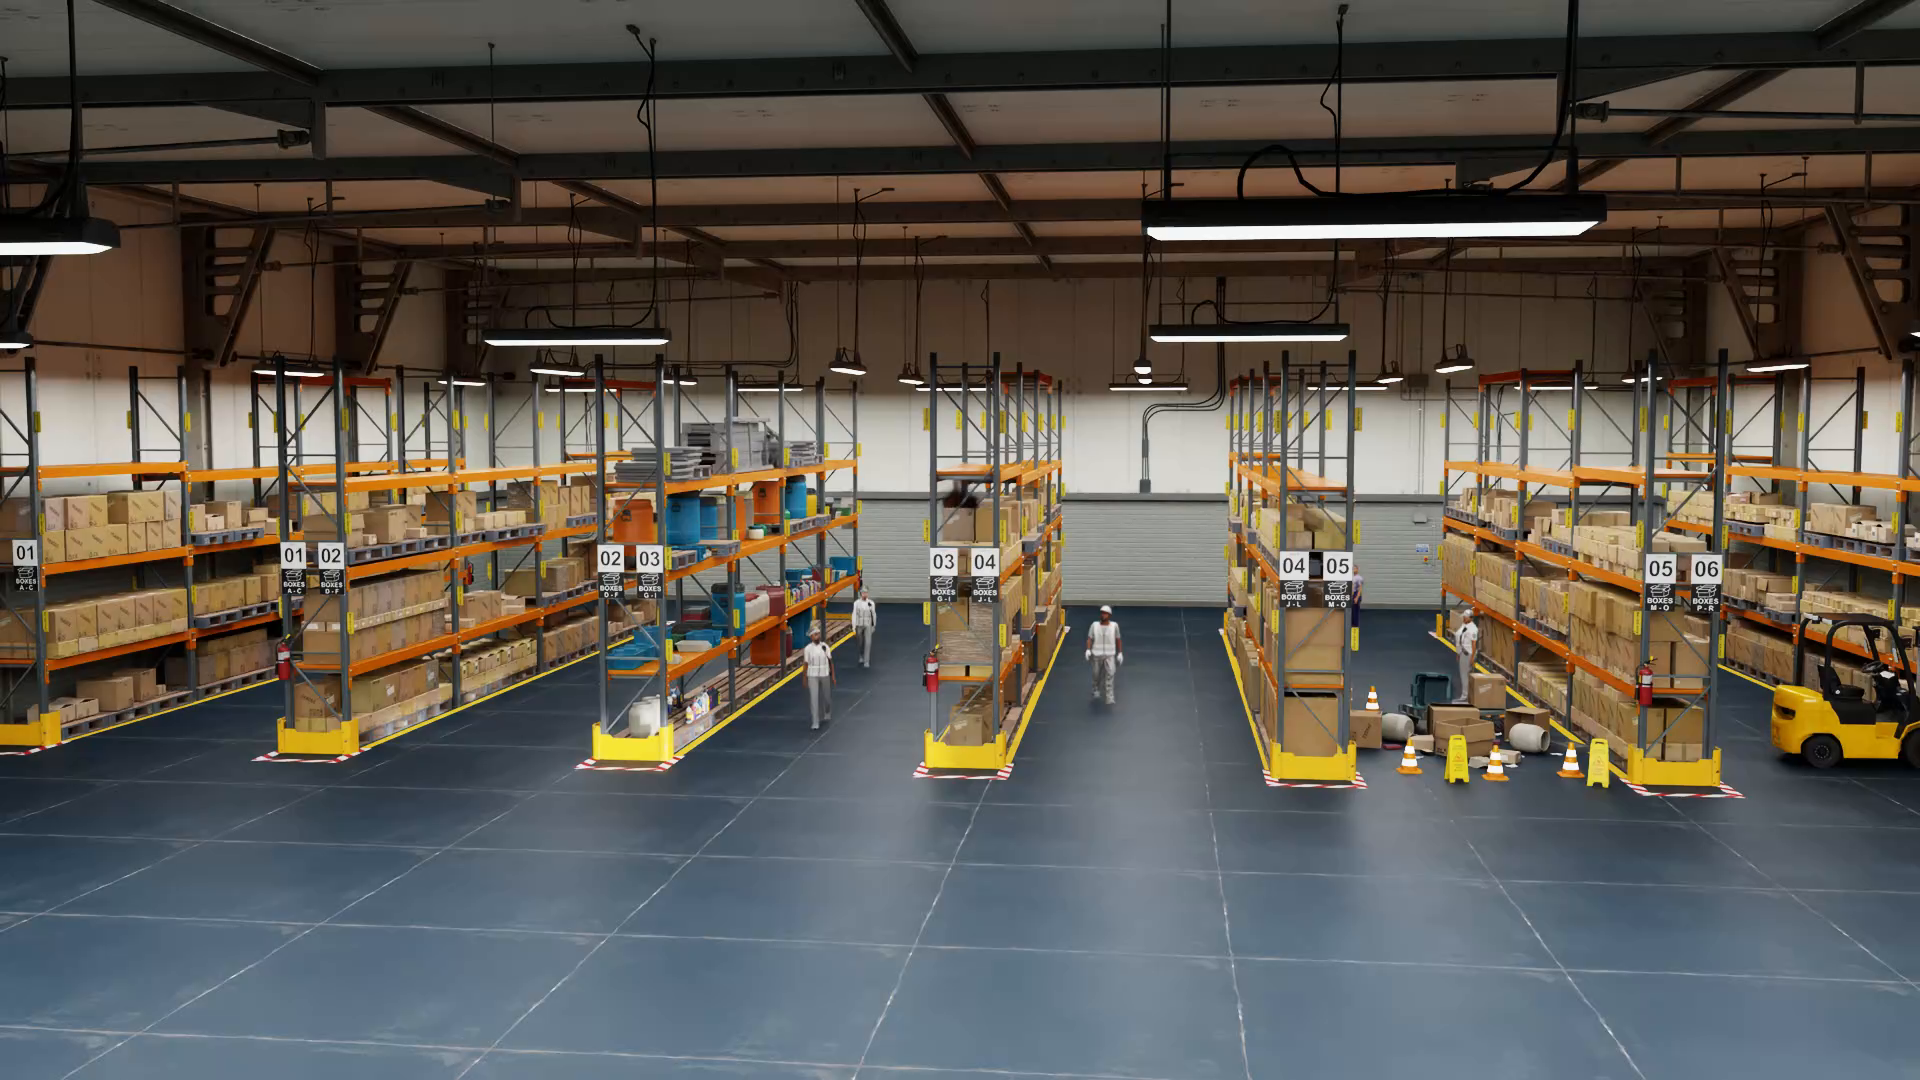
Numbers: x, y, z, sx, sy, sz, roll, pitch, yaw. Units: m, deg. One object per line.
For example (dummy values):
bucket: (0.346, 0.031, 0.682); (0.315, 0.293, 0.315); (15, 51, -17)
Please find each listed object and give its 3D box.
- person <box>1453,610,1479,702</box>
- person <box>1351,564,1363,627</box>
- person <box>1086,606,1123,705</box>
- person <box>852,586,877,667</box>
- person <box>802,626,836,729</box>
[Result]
person: (9.067, 2.075, 29.773); (0.429, 1.666, 0.512); (1, 4, 17)
person: (9.301, 1.420, 39.439); (0.437, 1.663, 0.542); (-1, 4, -18)
person: (2.568, 2.041, 29.579); (0.690, 1.729, 1.069); (0, 4, -1)
person: (-1.970, 1.757, 34.095); (0.504, 1.640, 0.959); (0, 4, 0)
person: (-2.319, 2.233, 27.379); (0.559, 1.650, 0.881); (0, 4, -5)
